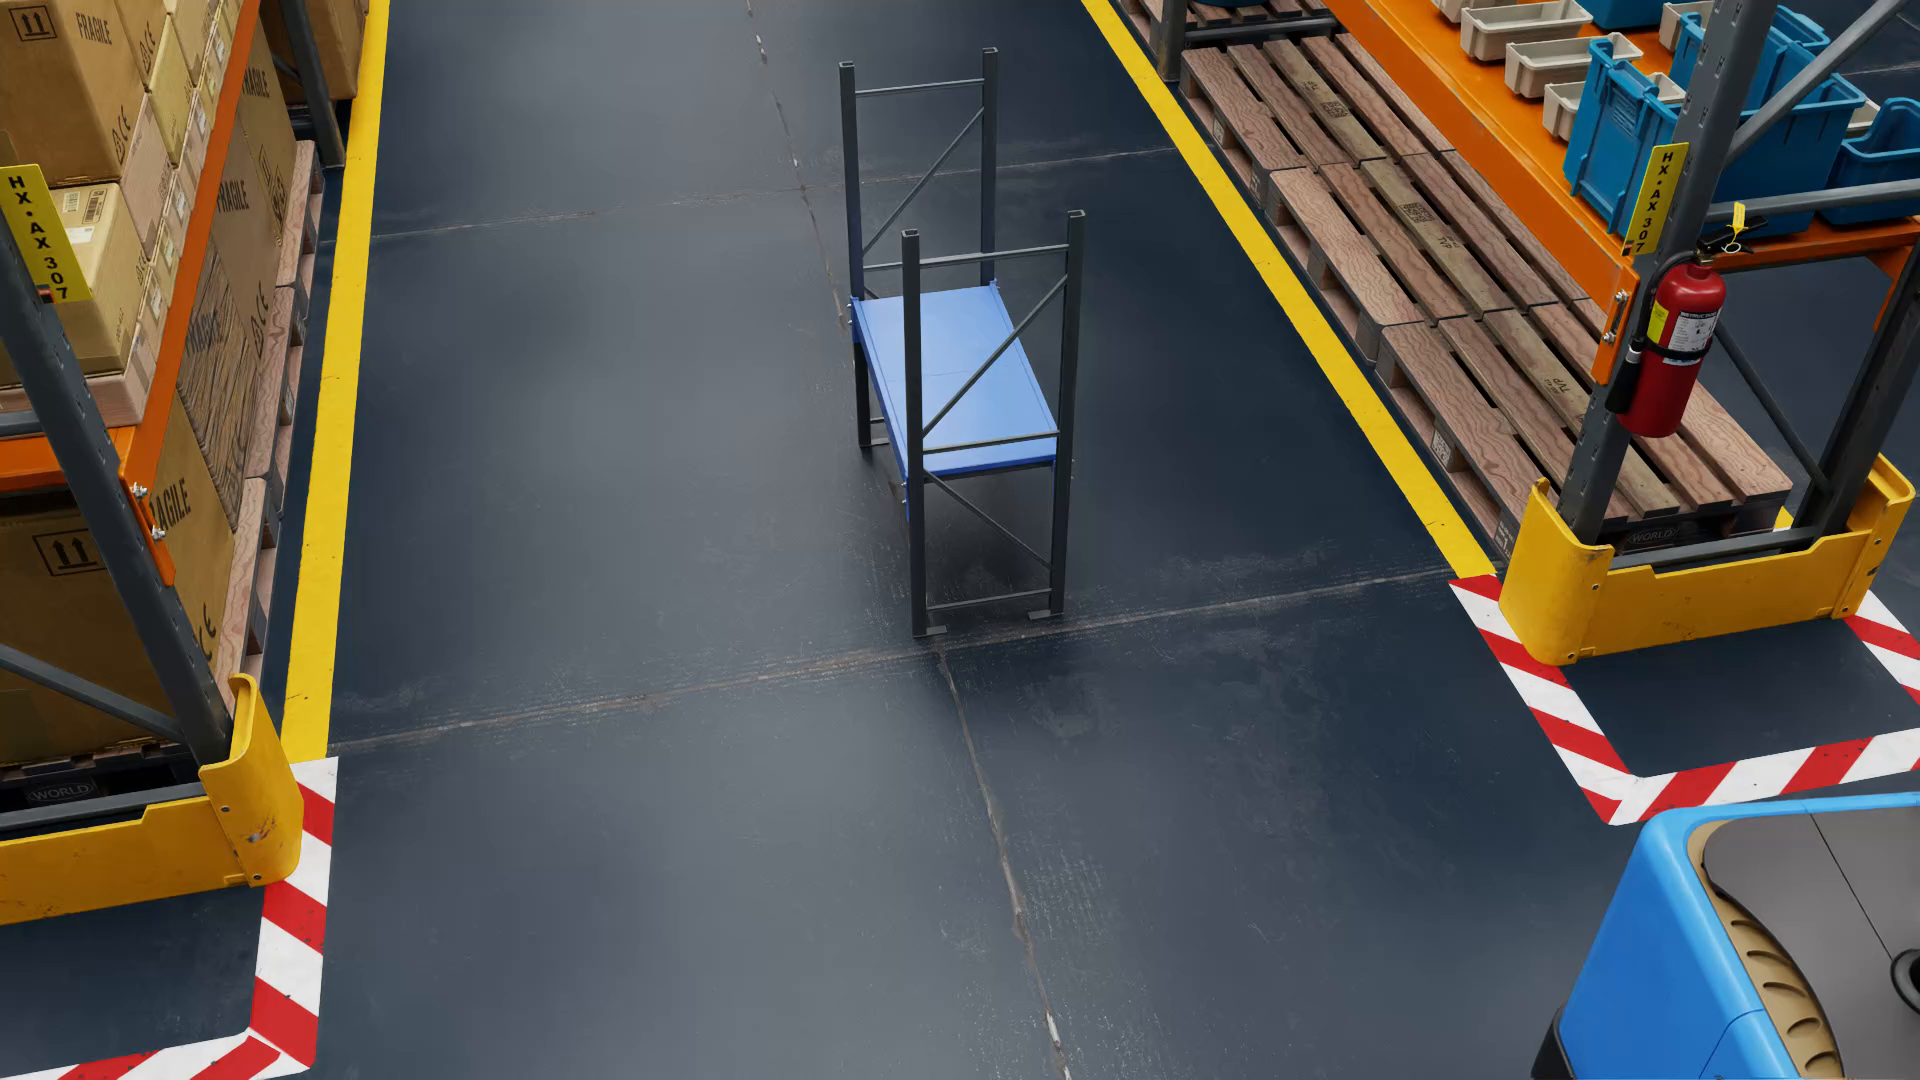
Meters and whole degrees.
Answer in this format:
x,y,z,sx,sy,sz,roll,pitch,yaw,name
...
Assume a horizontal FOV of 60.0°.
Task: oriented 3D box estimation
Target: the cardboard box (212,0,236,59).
x,y,z,sx,sy,sz,roll,pitch,yaw,name
-2.677,-1.726,5.624,0.380,0.149,0.250,-9,42,-10,cardboard box

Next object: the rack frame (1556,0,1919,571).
x,y,z,sx,sy,sz,roll,pitch,yaw,name
2.359,-0.920,4.527,1.000,3.000,0.127,-8,42,-9,rack frame

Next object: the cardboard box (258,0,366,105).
x,y,z,sx,sy,sz,roll,pitch,yaw,name
-3.498,-2.578,7.678,1.225,0.875,0.875,-8,42,-9,cardboard box

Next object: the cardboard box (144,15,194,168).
x,y,z,sx,sy,sz,roll,pitch,yaw,name
-2.541,-1.278,4.819,0.500,0.250,0.500,-10,43,-11,cardboard box

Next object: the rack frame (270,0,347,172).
x,y,z,sx,sy,sz,roll,pitch,yaw,name
-3.341,-2.803,6.648,1.000,3.000,0.127,-8,42,-9,rack frame

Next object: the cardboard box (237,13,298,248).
x,y,z,sx,sy,sz,roll,pitch,yaw,name
-3.276,-1.726,6.719,0.875,0.875,0.875,-8,42,-9,cardboard box

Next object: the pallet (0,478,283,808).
x,y,z,sx,sy,sz,roll,pitch,yaw,name
-2.726,0.325,5.224,1.003,0.211,1.213,-8,42,-9,pallet

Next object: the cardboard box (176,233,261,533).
x,y,z,sx,sy,sz,roll,pitch,yaw,name
-2.890,-0.566,5.412,0.875,0.875,0.875,-8,42,-9,cardboard box

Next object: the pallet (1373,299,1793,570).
x,y,z,sx,sy,sz,roll,pitch,yaw,name
2.219,-0.417,6.061,1.003,0.211,1.213,-8,42,-9,pallet

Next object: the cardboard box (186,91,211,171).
x,y,z,sx,sy,sz,roll,pitch,yaw,name
-2.511,-1.227,5.062,0.380,0.149,0.250,-9,42,-10,cardboard box

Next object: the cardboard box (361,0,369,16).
x,y,z,sx,sy,sz,roll,pitch,yaw,name
-3.692,-3.157,8.331,1.225,0.875,0.875,-10,43,-11,cardboard box

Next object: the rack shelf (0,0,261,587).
x,y,z,sx,sy,sz,roll,pitch,yaw,name
-2.909,-1.238,5.427,1.077,0.370,4.000,-8,42,-9,rack shelf

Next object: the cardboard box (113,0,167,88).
x,y,z,sx,sy,sz,roll,pitch,yaw,name
-2.543,-1.555,4.566,0.500,0.500,0.500,-9,42,-10,cardboard box

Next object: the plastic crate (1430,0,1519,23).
x,y,z,sx,sy,sz,roll,pitch,yaw,name
1.792,-1.903,5.787,0.298,0.136,0.250,-8,42,-9,plastic crate

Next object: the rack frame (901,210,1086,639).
x,y,z,sx,sy,sz,roll,pitch,yaw,name
0.091,-0.287,4.943,0.500,1.500,0.032,-8,42,-9,rack frame

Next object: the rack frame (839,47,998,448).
x,y,z,sx,sy,sz,roll,pitch,yaw,name
-0.128,-0.946,5.686,0.500,1.500,0.032,-8,42,-9,rack frame

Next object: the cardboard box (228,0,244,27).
x,y,z,sx,sy,sz,roll,pitch,yaw,name
-2.732,-1.892,5.811,0.380,0.149,0.250,-8,42,-8,cardboard box

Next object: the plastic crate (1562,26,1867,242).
x,y,z,sx,sy,sz,roll,pitch,yaw,name
2.104,-1.146,4.710,0.616,0.435,0.499,-8,42,-9,plastic crate

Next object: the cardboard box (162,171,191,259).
x,y,z,sx,sy,sz,roll,pitch,yaw,name
-2.401,-0.895,4.688,0.380,0.149,0.250,-9,42,-10,cardboard box

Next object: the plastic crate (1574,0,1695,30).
x,y,z,sx,sy,sz,roll,pitch,yaw,name
2.343,-1.941,5.758,0.416,0.233,0.300,-8,42,-9,plastic crate

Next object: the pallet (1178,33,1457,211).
x,y,z,sx,sy,sz,roll,pitch,yaw,name
1.692,-1.999,7.843,1.003,0.211,1.213,-8,42,-9,pallet

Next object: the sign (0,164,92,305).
x,y,z,sx,sy,sz,roll,pitch,yaw,name
-1.934,-0.639,3.499,0.100,0.325,0.005,-8,42,-9,sign

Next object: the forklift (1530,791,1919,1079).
x,y,z,sx,sy,sz,roll,pitch,yaw,name
2.958,0.513,2.965,3.031,2.935,1.130,-3,42,-4,forklift

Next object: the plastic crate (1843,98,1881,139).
x,y,z,sx,sy,sz,roll,pitch,yaw,name
2.639,-1.271,5.076,0.250,0.136,0.298,-8,42,-9,plastic crate

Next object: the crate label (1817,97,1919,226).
x,y,z,sx,sy,sz,roll,pitch,yaw,name
2.627,-1.087,4.796,0.416,0.233,0.303,-8,42,-9,crate label

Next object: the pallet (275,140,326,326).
x,y,z,sx,sy,sz,roll,pitch,yaw,name
-3.253,-1.256,7.006,1.003,0.211,1.213,-8,42,-9,pallet

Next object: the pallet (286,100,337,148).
x,y,z,sx,sy,sz,roll,pitch,yaw,name
-3.581,-2.250,8.125,1.003,0.211,1.213,-8,42,-9,pallet

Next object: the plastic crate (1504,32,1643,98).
x,y,z,sx,sy,sz,roll,pitch,yaw,name
1.958,-1.537,5.375,0.396,0.136,0.243,-8,42,-9,plastic crate

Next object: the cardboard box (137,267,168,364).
x,y,z,sx,sy,sz,roll,pitch,yaw,name
-2.288,-0.560,4.310,0.380,0.149,0.250,-9,42,-10,cardboard box

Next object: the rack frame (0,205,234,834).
x,y,z,sx,sy,sz,roll,pitch,yaw,name
-2.477,-0.210,3.727,1.000,3.000,0.127,-8,42,-9,rack frame

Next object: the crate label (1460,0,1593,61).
x,y,z,sx,sy,sz,roll,pitch,yaw,name
1.874,-1.714,5.574,0.396,0.136,0.243,-8,42,-9,crate label

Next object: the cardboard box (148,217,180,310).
x,y,z,sx,sy,sz,roll,pitch,yaw,name
-2.344,-0.726,4.497,0.380,0.149,0.250,-9,42,-10,cardboard box

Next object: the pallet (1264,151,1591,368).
x,y,z,sx,sy,sz,roll,pitch,yaw,name
1.959,-1.207,6.950,1.003,0.211,1.213,-8,42,-9,pallet

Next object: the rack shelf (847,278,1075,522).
x,y,z,sx,sy,sz,roll,pitch,yaw,name
-0.018,-0.482,5.434,0.538,0.185,1.000,-8,42,-9,rack shelf

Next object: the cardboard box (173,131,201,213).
x,y,z,sx,sy,sz,roll,pitch,yaw,name
-2.455,-1.060,4.873,0.380,0.149,0.250,-9,42,-10,cardboard box

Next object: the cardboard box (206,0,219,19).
x,y,z,sx,sy,sz,roll,pitch,yaw,name
-2.765,-1.944,5.569,0.500,0.250,0.500,-8,42,-8,cardboard box

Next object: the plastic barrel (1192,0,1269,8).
x,y,z,sx,sy,sz,roll,pitch,yaw,name
1.395,-3.240,8.405,0.600,0.901,0.708,-8,42,-9,plastic barrel

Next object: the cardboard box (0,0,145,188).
x,y,z,sx,sy,sz,roll,pitch,yaw,name
-2.425,-1.220,4.189,0.500,0.500,0.500,-9,42,-10,cardboard box

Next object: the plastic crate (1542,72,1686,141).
x,y,z,sx,sy,sz,roll,pitch,yaw,name
2.006,-1.347,5.161,0.396,0.136,0.243,-8,42,-9,plastic crate

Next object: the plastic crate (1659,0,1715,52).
x,y,z,sx,sy,sz,roll,pitch,yaw,name
2.492,-1.711,5.571,0.250,0.136,0.298,-8,42,-9,plastic crate

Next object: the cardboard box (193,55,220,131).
x,y,z,sx,sy,sz,roll,pitch,yaw,name
-2.565,-1.391,5.246,0.380,0.149,0.250,-9,42,-10,cardboard box

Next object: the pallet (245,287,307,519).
x,y,z,sx,sy,sz,roll,pitch,yaw,name
-2.986,-0.464,6.114,1.003,0.211,1.213,-8,42,-9,pallet

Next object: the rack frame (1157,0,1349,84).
x,y,z,sx,sy,sz,roll,pitch,yaw,name
1.496,-3.513,7.448,1.000,3.000,0.127,-8,42,-9,rack frame

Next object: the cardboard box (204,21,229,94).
x,y,z,sx,sy,sz,roll,pitch,yaw,name
-2.623,-1.560,5.438,0.380,0.149,0.250,-8,42,-9,cardboard box

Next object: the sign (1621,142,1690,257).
x,y,z,sx,sy,sz,roll,pitch,yaw,name
1.825,-0.892,4.372,0.100,0.325,0.005,-8,42,-9,sign

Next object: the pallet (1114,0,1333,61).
x,y,z,sx,sy,sz,roll,pitch,yaw,name
1.370,-2.976,8.944,1.003,0.211,1.213,-8,42,-9,pallet

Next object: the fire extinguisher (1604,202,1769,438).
x,y,z,sx,sy,sz,roll,pitch,yaw,name
1.948,-0.589,4.493,0.296,0.674,0.183,-8,42,-9,fire extinguisher

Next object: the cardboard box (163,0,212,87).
x,y,z,sx,sy,sz,roll,pitch,yaw,name
-2.658,-1.615,5.199,0.500,0.250,0.500,-9,42,-10,cardboard box

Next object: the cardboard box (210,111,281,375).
x,y,z,sx,sy,sz,roll,pitch,yaw,name
-3.082,-1.143,6.062,0.875,0.875,0.875,-8,42,-9,cardboard box

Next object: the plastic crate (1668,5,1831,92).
x,y,z,sx,sy,sz,roll,pitch,yaw,name
2.485,-1.514,5.277,0.416,0.233,0.300,-8,42,-9,plastic crate

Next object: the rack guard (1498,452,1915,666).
x,y,z,sx,sy,sz,roll,pitch,yaw,name
2.377,0.028,5.341,1.175,0.500,0.348,-8,42,-9,rack guard

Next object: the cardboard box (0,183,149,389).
x,y,z,sx,sy,sz,roll,pitch,yaw,name
-2.317,-0.615,4.073,0.500,0.250,0.500,-9,42,-10,cardboard box

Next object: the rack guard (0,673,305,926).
x,y,z,sx,sy,sz,roll,pitch,yaw,name
-2.472,0.740,4.540,1.175,0.500,0.348,-8,42,-9,rack guard

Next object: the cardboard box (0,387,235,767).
x,y,z,sx,sy,sz,roll,pitch,yaw,name
-2.693,0.024,4.748,0.875,0.875,0.875,-8,42,-9,cardboard box

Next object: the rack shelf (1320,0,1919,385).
x,y,z,sx,sy,sz,roll,pitch,yaw,name
1.927,-1.947,6.226,1.077,0.370,4.000,-8,42,-9,rack shelf

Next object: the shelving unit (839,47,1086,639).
x,y,z,sx,sy,sz,roll,pitch,yaw,name
-0.018,-0.616,5.314,0.538,1.500,1.048,-8,42,-9,shelving unit

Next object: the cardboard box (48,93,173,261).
x,y,z,sx,sy,sz,roll,pitch,yaw,name
-2.436,-0.951,4.451,0.500,0.250,0.500,-9,42,-10,cardboard box

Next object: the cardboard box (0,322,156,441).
x,y,z,sx,sy,sz,roll,pitch,yaw,name
-2.232,-0.394,4.123,0.380,0.149,0.250,-8,42,-9,cardboard box
